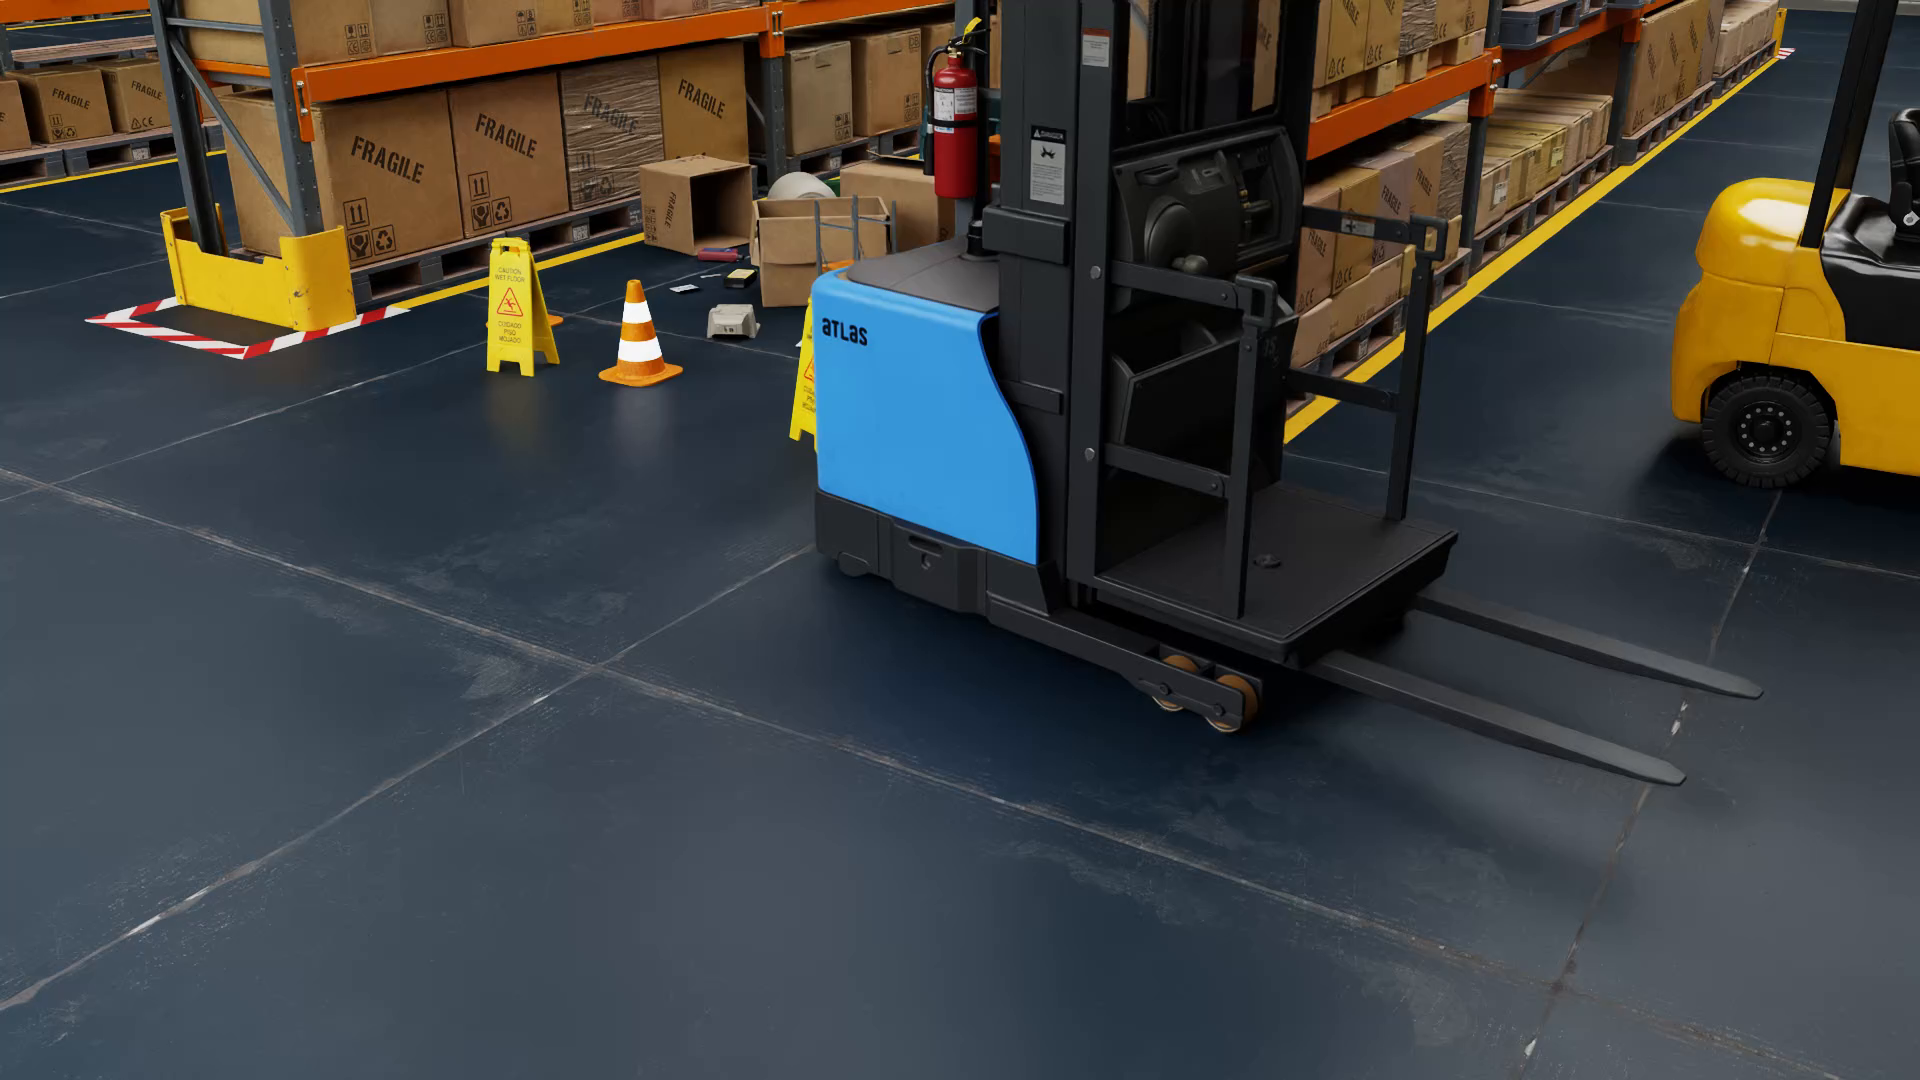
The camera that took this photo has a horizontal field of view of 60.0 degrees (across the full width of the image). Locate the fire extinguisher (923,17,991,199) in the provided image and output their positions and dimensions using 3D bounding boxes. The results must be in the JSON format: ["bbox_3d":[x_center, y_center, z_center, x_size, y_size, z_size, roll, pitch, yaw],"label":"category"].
[{"bbox_3d":[-0.017,-1.675,6.441,0.296,0.674,0.183,14,27,29],"label":"fire extinguisher"}]

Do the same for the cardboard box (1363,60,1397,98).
[{"bbox_3d":[1.836,-2.197,7.865,0.380,0.149,0.250,14,27,29],"label":"cardboard box"}]

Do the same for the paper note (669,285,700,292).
[{"bbox_3d":[-1.576,-1.452,9.568,0.142,0.017,0.144,-17,29,-35],"label":"paper note"}]

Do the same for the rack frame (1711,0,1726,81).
[{"bbox_3d":[6.765,-5.703,15.648,1.000,3.000,0.127,14,27,29],"label":"rack frame"}]

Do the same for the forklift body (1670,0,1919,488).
[{"bbox_3d":[4.105,-1.247,6.422,2.313,2.155,1.214,14,27,29],"label":"forklift body"}]

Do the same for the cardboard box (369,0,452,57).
[{"bbox_3d":[-3.395,-3.050,9.330,0.875,0.550,0.550,14,27,29],"label":"cardboard box"}]

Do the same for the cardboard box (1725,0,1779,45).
[{"bbox_3d":[8.612,-5.826,18.629,0.875,0.438,0.875,13,27,27],"label":"cardboard box"}]

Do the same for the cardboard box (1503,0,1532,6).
[{"bbox_3d":[3.105,-3.200,9.655,0.380,0.149,0.250,14,27,30],"label":"cardboard box"}]

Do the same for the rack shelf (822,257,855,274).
[{"bbox_3d":[-0.379,-0.971,6.168,0.180,0.103,0.258,-19,27,-40],"label":"rack shelf"}]

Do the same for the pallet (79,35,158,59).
[{"bbox_3d":[-9.058,-5.524,18.745,1.003,0.211,1.213,14,27,29],"label":"pallet"}]

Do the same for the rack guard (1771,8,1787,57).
[{"bbox_3d":[8.888,-5.914,19.281,1.175,0.500,0.348,14,27,29],"label":"rack guard"}]

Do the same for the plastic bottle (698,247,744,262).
[{"bbox_3d":[-1.454,-1.751,10.219,0.283,0.061,0.133,5,24,11],"label":"plastic bottle"}]

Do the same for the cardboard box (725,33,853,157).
[{"bbox_3d":[-1.462,-3.395,12.619,1.050,0.750,0.750,14,27,29],"label":"cardboard box"}]

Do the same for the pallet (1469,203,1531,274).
[{"bbox_3d":[2.955,-1.986,10.572,1.003,0.211,1.213,14,27,29],"label":"pallet"}]

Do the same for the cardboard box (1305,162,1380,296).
[{"bbox_3d":[1.651,-1.495,7.916,0.500,0.500,0.500,14,27,30],"label":"cardboard box"}]

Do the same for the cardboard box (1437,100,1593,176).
[{"bbox_3d":[3.966,-2.900,11.953,0.950,0.372,0.625,13,27,28],"label":"cardboard box"}]

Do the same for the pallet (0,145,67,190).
[{"bbox_3d":[-7.485,-2.742,12.319,1.003,0.211,1.213,14,27,29],"label":"pallet"}]

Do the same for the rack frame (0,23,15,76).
[{"bbox_3d":[-10.082,-6.117,16.605,1.000,3.000,0.127,14,27,29],"label":"rack frame"}]

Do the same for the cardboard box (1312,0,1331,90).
[{"bbox_3d":[1.191,-2.112,6.853,0.500,0.500,0.500,15,27,31],"label":"cardboard box"}]

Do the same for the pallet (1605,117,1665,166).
[{"bbox_3d":[5.135,-3.323,13.661,1.003,0.211,1.213,14,27,29],"label":"pallet"}]

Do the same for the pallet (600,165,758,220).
[{"bbox_3d":[-2.181,-2.486,11.727,1.003,0.211,1.213,14,27,29],"label":"pallet"}]

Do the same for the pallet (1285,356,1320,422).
[{"bbox_3d":[0.934,-0.665,7.521,1.003,0.211,1.213,14,27,29],"label":"pallet"}]

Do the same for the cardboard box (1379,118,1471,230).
[{"bbox_3d":[2.461,-2.022,9.133,0.500,0.500,0.500,13,27,28],"label":"cardboard box"}]

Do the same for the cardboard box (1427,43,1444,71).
[{"bbox_3d":[2.305,-2.558,8.699,0.380,0.149,0.250,14,27,29],"label":"cardboard box"}]

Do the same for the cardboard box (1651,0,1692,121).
[{"bbox_3d":[5.564,-4.086,14.059,0.875,0.875,0.875,14,27,30],"label":"cardboard box"}]

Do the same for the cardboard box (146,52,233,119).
[{"bbox_3d":[-6.415,-3.803,13.878,0.500,0.500,0.500,-18,29,-36],"label":"cardboard box"}]

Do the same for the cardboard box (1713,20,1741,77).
[{"bbox_3d":[7.188,-4.909,16.511,0.875,0.438,0.875,13,27,28],"label":"cardboard box"}]

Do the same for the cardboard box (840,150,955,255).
[{"bbox_3d":[-0.303,-2.010,10.089,0.797,0.637,0.503,14,27,29],"label":"cardboard box"}]

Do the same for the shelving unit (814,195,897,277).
[{"bbox_3d":[-0.375,-0.675,6.277,0.189,1.200,0.258,-19,27,-40],"label":"shelving unit"}]

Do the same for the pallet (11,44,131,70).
[{"bbox_3d":[-9.700,-5.111,17.790,1.003,0.211,1.213,14,27,29],"label":"pallet"}]

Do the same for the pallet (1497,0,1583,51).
[{"bbox_3d":[3.072,-3.142,9.974,1.003,0.211,1.213,14,27,29],"label":"pallet"}]

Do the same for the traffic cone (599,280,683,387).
[{"bbox_3d":[-1.556,-1.022,8.028,0.336,0.463,0.334,14,27,29],"label":"traffic cone"}]

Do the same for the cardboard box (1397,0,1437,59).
[{"bbox_3d":[1.987,-2.632,8.053,0.500,0.500,0.500,15,27,30],"label":"cardboard box"}]

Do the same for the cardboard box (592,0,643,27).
[{"bbox_3d":[-2.554,-3.600,10.601,0.875,0.550,0.550,14,27,29],"label":"cardboard box"}]

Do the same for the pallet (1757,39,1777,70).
[{"bbox_3d":[8.520,-5.487,18.659,1.003,0.211,1.213,14,27,29],"label":"pallet"}]

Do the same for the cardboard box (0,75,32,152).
[{"bbox_3d":[-7.354,-3.191,12.464,0.500,0.500,0.500,-20,31,-39],"label":"cardboard box"}]

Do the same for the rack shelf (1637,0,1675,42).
[{"bbox_3d":[5.710,-4.698,14.231,1.077,0.370,4.000,14,27,29],"label":"rack shelf"}]

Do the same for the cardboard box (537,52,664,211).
[{"bbox_3d":[-2.577,-2.721,10.905,0.875,0.875,0.875,14,27,29],"label":"cardboard box"}]

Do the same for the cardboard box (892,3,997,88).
[{"bbox_3d":[-0.001,-4.330,14.779,1.050,0.750,0.750,13,27,28],"label":"cardboard box"}]

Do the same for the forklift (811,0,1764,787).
[{"bbox_3d":[0.918,-1.011,4.897,3.031,2.935,1.130,19,30,37],"label":"forklift"}]

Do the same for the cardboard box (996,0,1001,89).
[{"bbox_3d":[0.487,-2.076,6.769,0.500,0.500,0.500,13,27,28],"label":"cardboard box"}]

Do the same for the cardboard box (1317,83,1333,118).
[{"bbox_3d":[1.401,-1.940,7.271,0.380,0.149,0.250,15,27,30],"label":"cardboard box"}]

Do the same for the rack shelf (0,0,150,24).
[{"bbox_3d":[-6.929,-4.074,12.791,1.077,0.370,4.000,14,27,29],"label":"rack shelf"}]

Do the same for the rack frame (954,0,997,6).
[{"bbox_3d":[0.397,-5.356,14.846,1.000,3.000,0.127,14,27,29],"label":"rack frame"}]

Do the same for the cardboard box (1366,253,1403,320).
[{"bbox_3d":[1.917,-1.325,8.468,0.500,0.250,0.500,14,27,30],"label":"cardboard box"}]

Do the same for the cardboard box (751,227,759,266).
[{"bbox_3d":[-1.055,-1.785,10.039,0.396,0.266,0.258,20,30,38],"label":"cardboard box"}]

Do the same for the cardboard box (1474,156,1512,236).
[{"bbox_3d":[2.820,-2.167,10.259,0.950,0.372,0.625,14,27,30],"label":"cardboard box"}]
